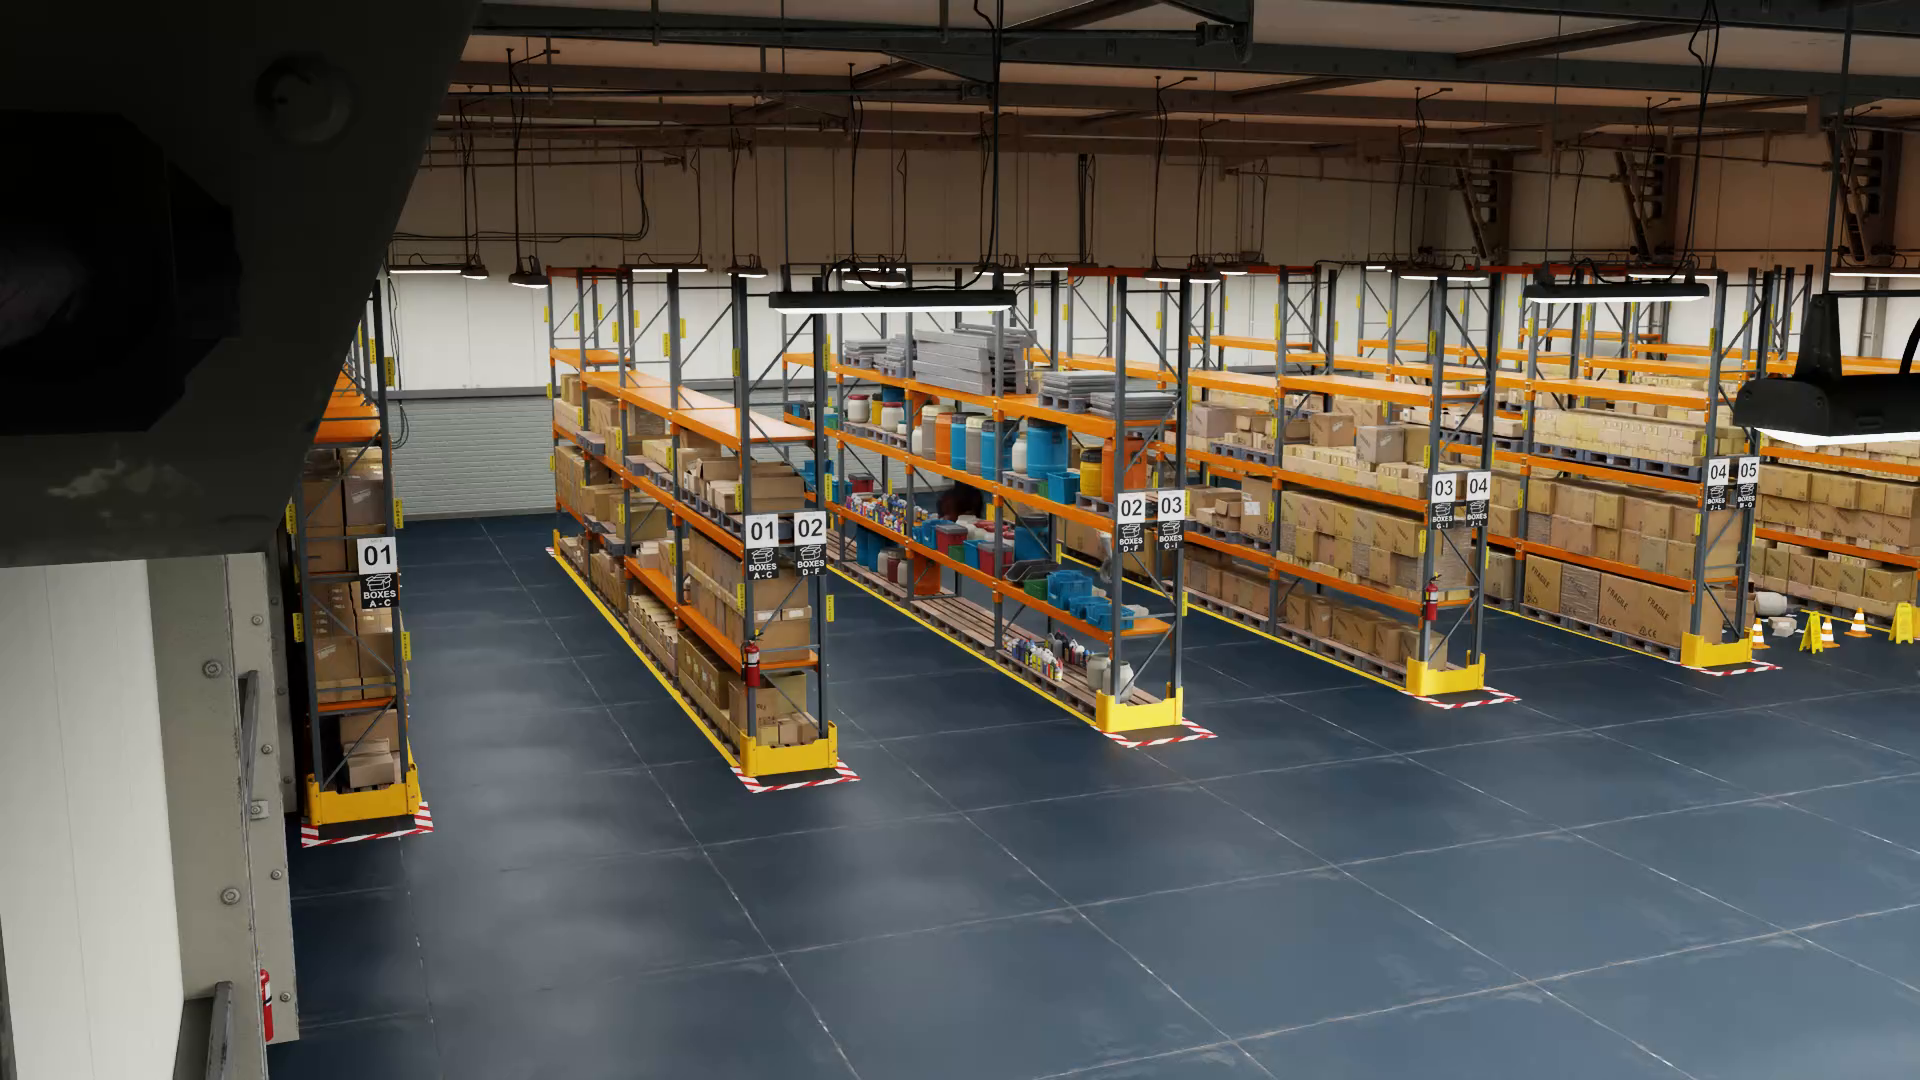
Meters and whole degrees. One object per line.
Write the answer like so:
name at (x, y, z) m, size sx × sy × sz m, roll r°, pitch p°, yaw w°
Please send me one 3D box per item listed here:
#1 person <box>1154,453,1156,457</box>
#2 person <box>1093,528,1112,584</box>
person at (4.906, -1.582, 41.082) m, size 0.716 × 1.678 × 0.564 m, roll -6°, pitch 12°, yaw -31°
person at (2.755, -0.055, 30.249) m, size 0.644 × 1.754 × 0.592 m, roll -5°, pitch 11°, yaw -28°
